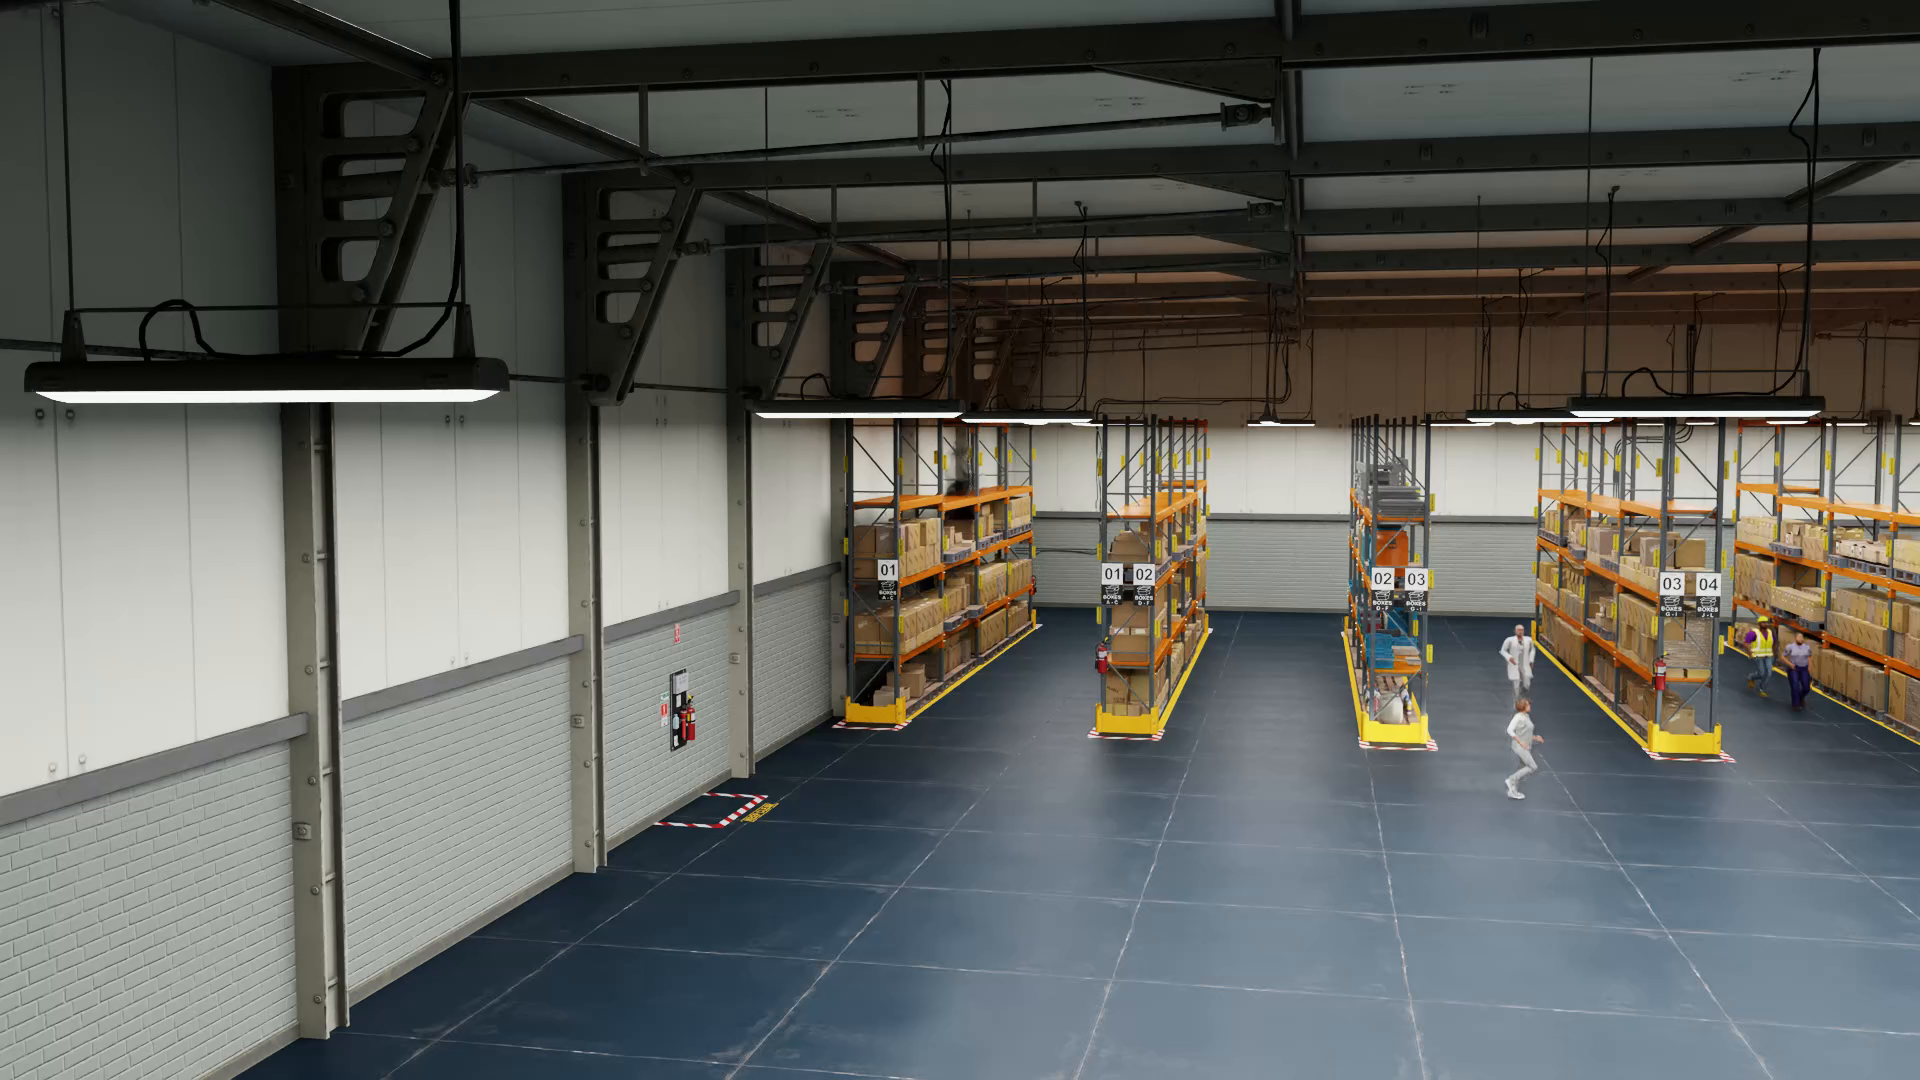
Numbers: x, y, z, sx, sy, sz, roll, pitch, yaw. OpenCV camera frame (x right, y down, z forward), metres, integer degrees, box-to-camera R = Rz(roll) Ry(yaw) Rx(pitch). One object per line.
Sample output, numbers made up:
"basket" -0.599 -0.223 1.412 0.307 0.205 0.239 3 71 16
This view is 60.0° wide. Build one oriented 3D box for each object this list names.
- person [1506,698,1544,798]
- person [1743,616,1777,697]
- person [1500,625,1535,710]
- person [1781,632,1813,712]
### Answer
"person" 8.725 3.224 25.702 0.535 1.557 0.514 2 4 31
"person" 17.196 2.491 35.678 0.702 1.721 0.589 0 4 -1
"person" 11.371 2.598 33.822 0.716 1.744 0.618 0 4 6
"person" 17.014 2.679 33.774 0.609 1.600 0.546 1 4 12
